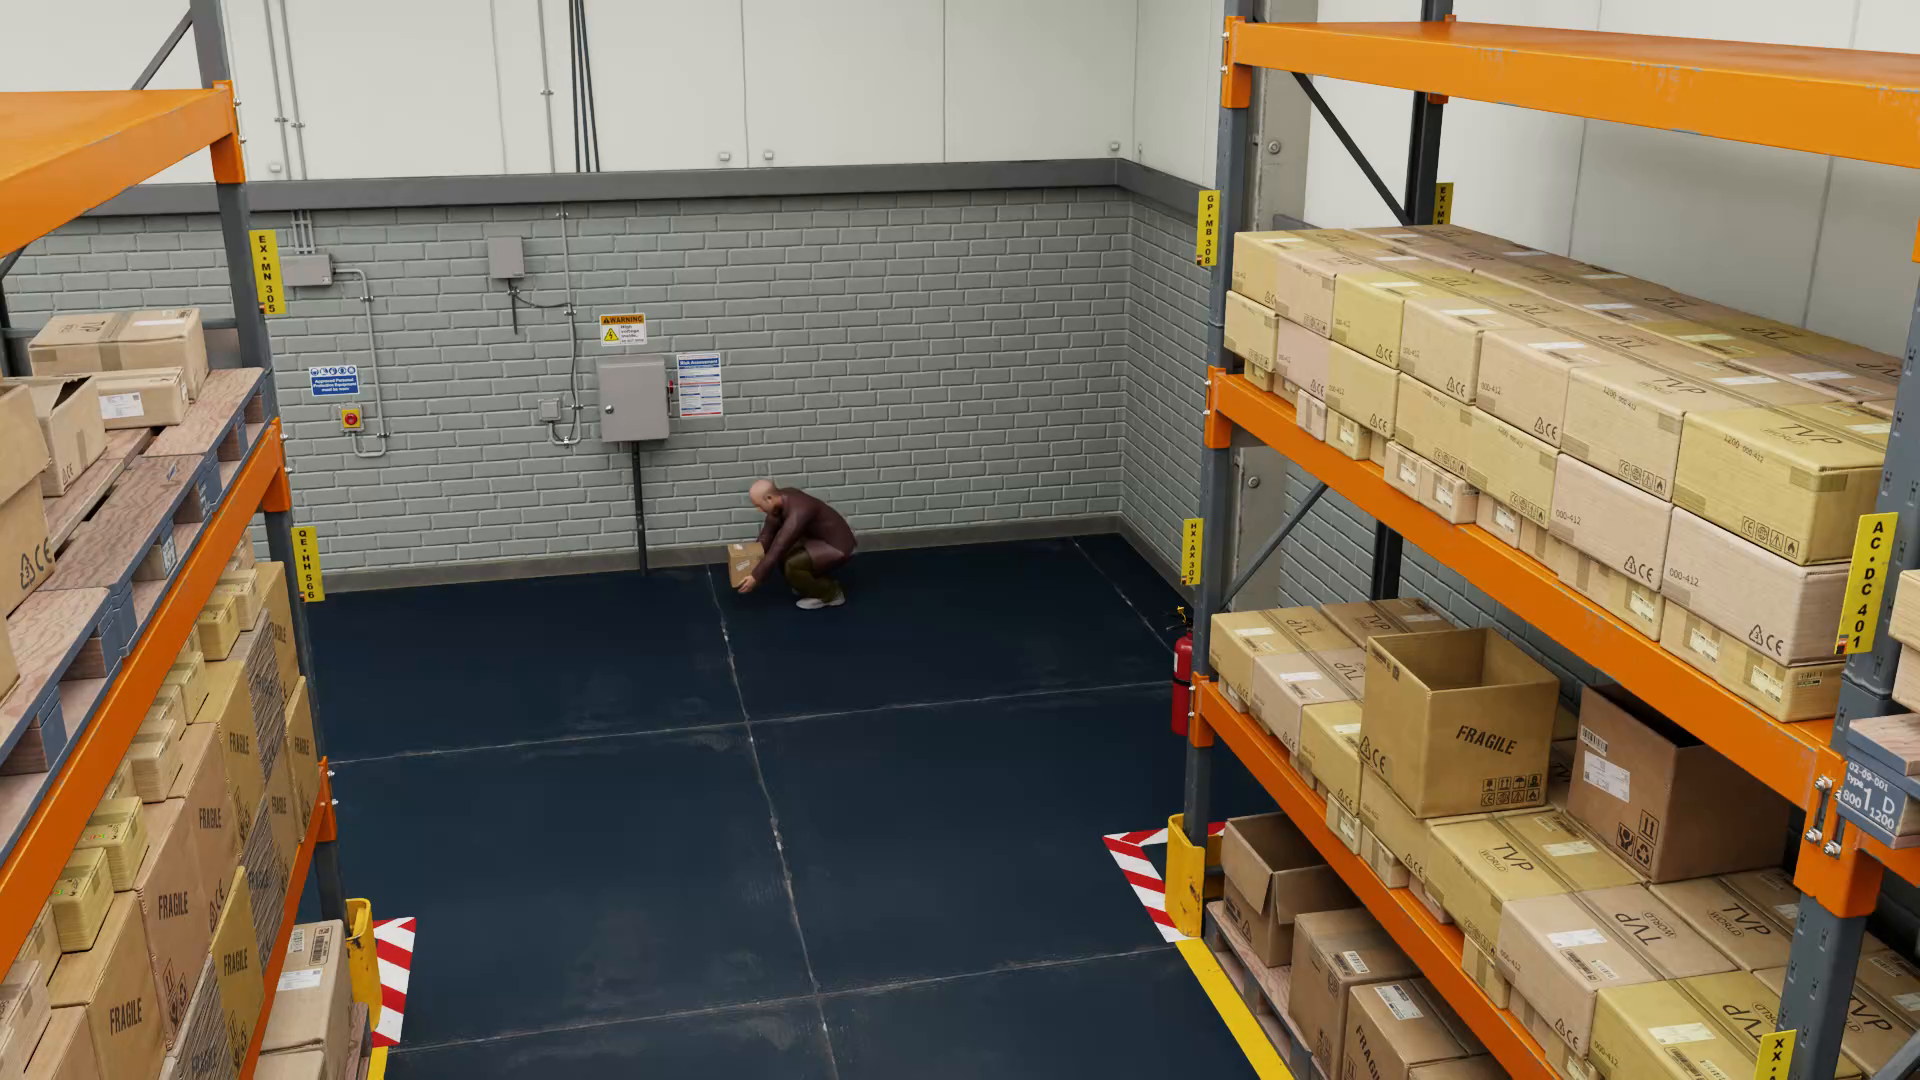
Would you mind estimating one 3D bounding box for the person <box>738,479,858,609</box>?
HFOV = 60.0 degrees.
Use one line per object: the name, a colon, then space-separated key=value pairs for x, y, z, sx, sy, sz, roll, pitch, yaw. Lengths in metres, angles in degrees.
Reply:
person: x=-1.213 y=0.001 z=12.291 sx=0.918 sy=0.987 sz=0.605 roll=-4 pitch=20 yaw=-12
